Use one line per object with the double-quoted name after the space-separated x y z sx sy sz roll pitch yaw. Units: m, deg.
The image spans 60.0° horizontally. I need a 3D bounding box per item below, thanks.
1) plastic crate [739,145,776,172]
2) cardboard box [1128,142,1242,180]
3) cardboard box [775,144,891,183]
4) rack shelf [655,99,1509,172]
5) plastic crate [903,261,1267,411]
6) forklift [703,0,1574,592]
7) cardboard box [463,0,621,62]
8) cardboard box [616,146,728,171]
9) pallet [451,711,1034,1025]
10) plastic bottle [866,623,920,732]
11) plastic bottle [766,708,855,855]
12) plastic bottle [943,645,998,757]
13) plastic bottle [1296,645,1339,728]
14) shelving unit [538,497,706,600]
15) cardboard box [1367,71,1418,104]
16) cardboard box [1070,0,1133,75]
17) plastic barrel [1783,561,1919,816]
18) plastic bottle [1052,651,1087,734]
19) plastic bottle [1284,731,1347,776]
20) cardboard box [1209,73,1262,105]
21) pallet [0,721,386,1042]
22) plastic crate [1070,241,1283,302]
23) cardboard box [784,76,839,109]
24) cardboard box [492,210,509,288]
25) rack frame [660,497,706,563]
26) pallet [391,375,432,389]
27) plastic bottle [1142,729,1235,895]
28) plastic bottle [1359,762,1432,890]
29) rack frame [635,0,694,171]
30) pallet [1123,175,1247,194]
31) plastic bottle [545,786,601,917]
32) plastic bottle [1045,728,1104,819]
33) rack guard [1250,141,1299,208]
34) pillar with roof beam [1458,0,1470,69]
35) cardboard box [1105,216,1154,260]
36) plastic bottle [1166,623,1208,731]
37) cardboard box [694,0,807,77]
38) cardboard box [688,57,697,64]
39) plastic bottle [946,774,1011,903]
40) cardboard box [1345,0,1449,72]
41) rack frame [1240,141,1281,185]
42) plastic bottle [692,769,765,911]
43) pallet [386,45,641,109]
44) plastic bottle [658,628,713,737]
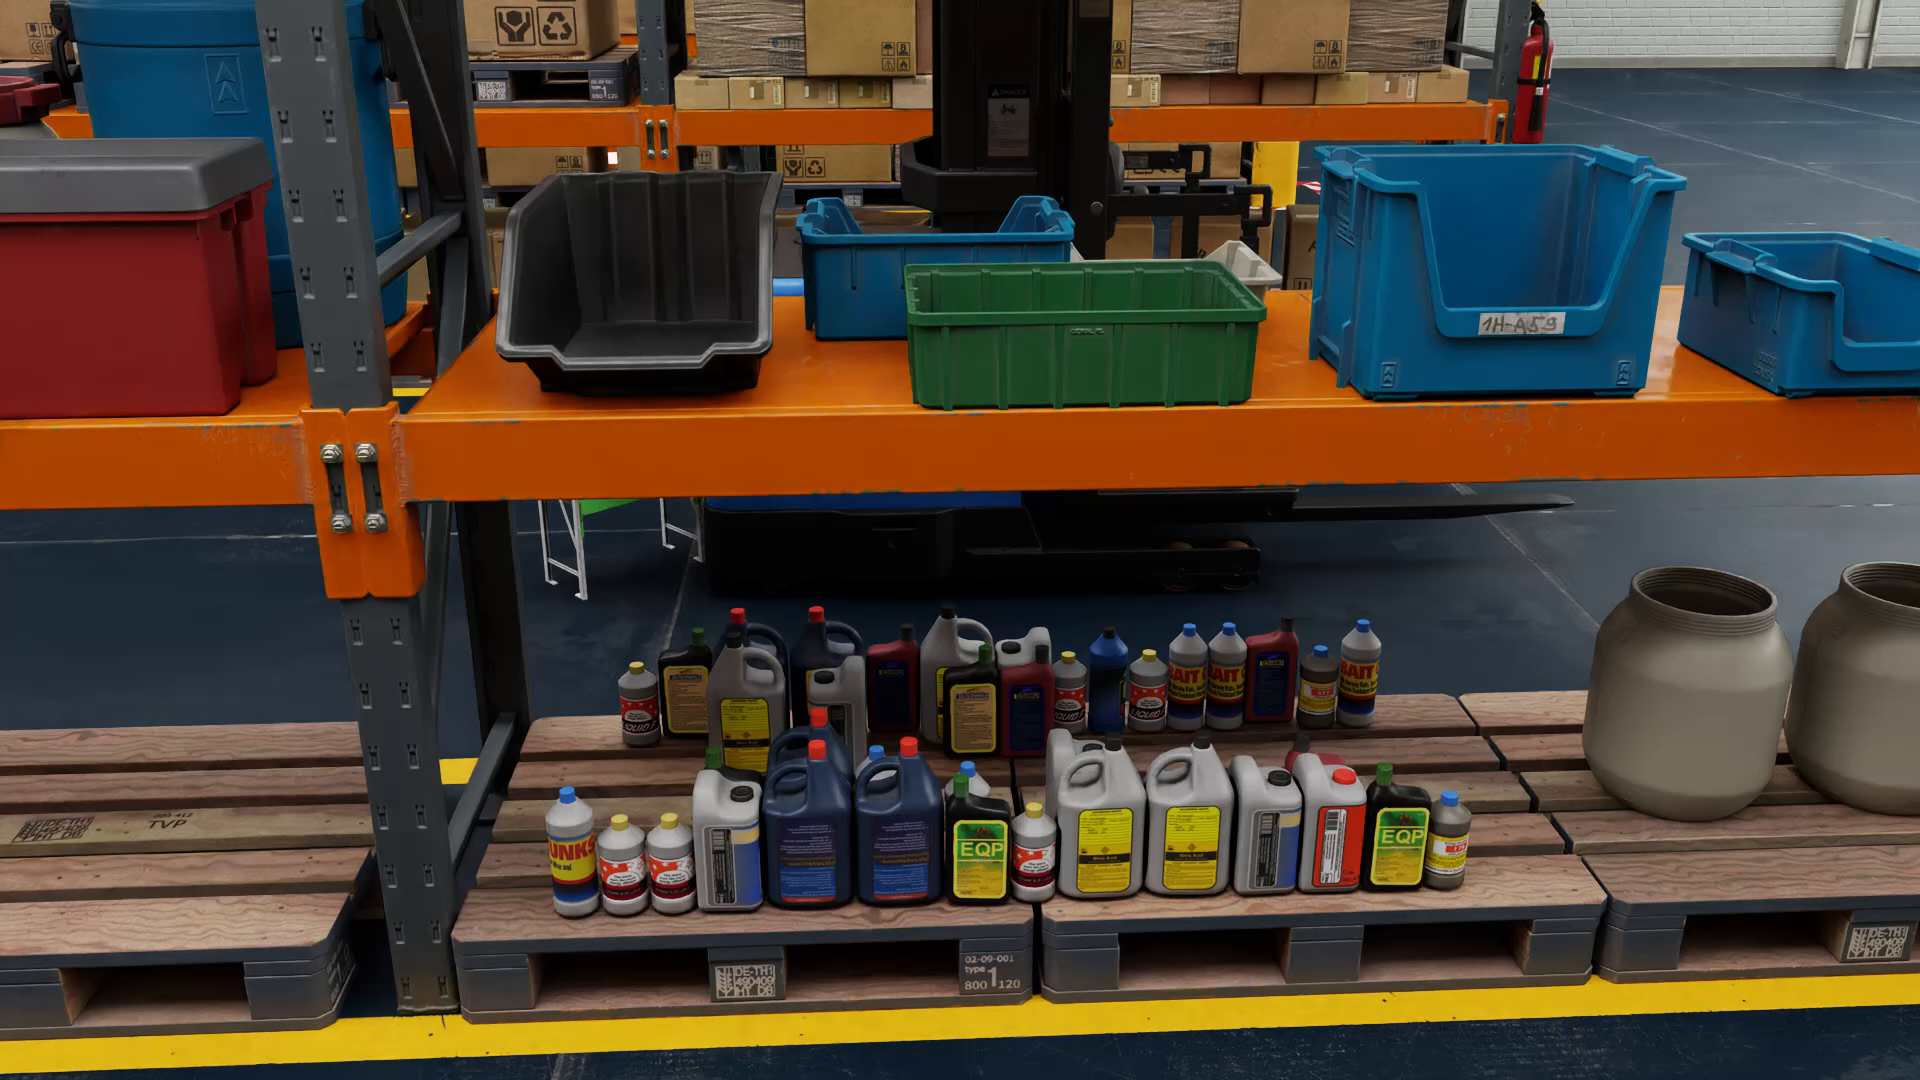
-1.513 -3.286 14.407 0.662 0.188 0.450 10 33 25 "plastic crate"
1.708 -3.352 13.105 0.875 0.875 0.875 -1 21 -3 "cardboard box"
-0.980 -3.296 12.957 0.875 0.875 0.875 -1 21 -2 "cardboard box"
0.567 -2.045 8.287 4.000 0.370 1.077 -1 21 -3 "rack shelf"
0.225 -0.409 3.278 0.662 0.188 0.450 -1 21 -3 "plastic crate"
0.629 -1.382 5.630 3.031 2.935 1.130 -1 21 -3 "forklift"
-2.231 -2.851 7.959 1.000 1.000 1.000 -1 21 -3 "cardboard box"
-2.226 -3.205 12.894 0.750 0.750 1.050 -1 21 -3 "cardboard box"
-0.474 0.723 3.924 1.213 0.211 1.003 -1 21 -3 "pallet"
-0.168 0.345 4.197 0.133 0.283 0.061 0 21 1 "plastic bottle"
-0.325 0.531 3.615 0.185 0.351 0.144 -1 21 -3 "plastic bottle"
0.025 0.393 4.073 0.133 0.283 0.061 -1 21 -3 "plastic bottle"
0.915 0.368 4.253 0.097 0.201 0.097 0 21 0 "plastic bottle"
-1.168 -0.451 5.618 0.503 1.200 0.258 -19 28 -41 "shelving unit"
2.042 -2.220 8.090 0.250 0.149 0.380 -1 21 -3 "cardboard box"
0.519 -2.552 8.051 0.500 0.500 0.875 -1 21 -3 "cardboard box"
2.194 0.345 3.906 0.421 0.512 0.421 0 21 0 "plastic barrel"
0.273 0.381 4.218 0.097 0.201 0.097 0 21 0 "plastic bottle"
0.778 0.552 3.654 0.133 0.283 0.061 -1 21 -3 "plastic bottle"
1.292 -2.207 8.055 0.250 0.149 0.380 -1 21 -3 "cardboard box"
-1.929 0.752 3.849 1.213 0.211 1.003 -1 21 -3 "pallet"
0.460 -0.581 3.801 0.437 0.136 0.530 -1 21 -3 "plastic crate"
-0.699 -2.136 7.868 0.250 0.149 0.380 -1 21 -3 "cardboard box"
-2.044 -1.373 8.406 0.500 0.500 0.700 -3 21 -7 "cardboard box"
-0.994 -0.512 5.778 0.015 1.200 0.240 -19 28 -41 "rack frame"
-2.207 -1.021 8.506 1.213 0.211 1.003 -1 21 -3 "pallet"
0.481 0.566 3.523 0.185 0.351 0.144 0 21 -1 "plastic bottle"
0.923 0.604 3.519 0.133 0.283 0.061 -1 21 -2 "plastic bottle"
-1.430 -2.340 8.052 0.127 3.000 1.000 -1 21 -3 "rack frame"
1.588 -2.838 13.280 1.213 0.211 1.003 -1 21 -3 "pallet"
-0.804 0.638 3.446 0.097 0.271 0.097 0 21 0 "plastic bottle"
0.262 0.553 3.663 0.135 0.276 0.152 -1 21 -3 "plastic bottle"
2.406 -3.018 13.345 0.348 0.500 1.175 -1 21 -3 "rack guard"
7.201 -9.407 18.183 0.400 9.000 9.100 -1 21 -3 "pillar with roof beam"
0.719 -1.413 8.539 0.500 0.500 0.500 1 21 2 "cardboard box"
0.577 0.342 4.222 0.097 0.271 0.097 0 21 0 "plastic bottle"
-0.977 -2.513 7.948 0.500 0.500 0.875 -1 21 -3 "cardboard box"
-3.578 -6.683 22.205 0.625 0.625 0.875 -1 21 -4 "cardboard box"
0.038 0.622 3.472 0.133 0.283 0.061 0 21 -1 "plastic bottle"
2.013 -2.606 8.191 0.500 0.500 0.875 -1 21 -3 "cardboard box"
2.382 -4.186 12.899 0.127 3.000 1.000 -1 21 -3 "rack frame"
-0.482 0.619 3.488 0.135 0.276 0.152 0 21 -1 "plastic bottle"
-2.201 -2.287 8.182 1.213 0.211 1.003 -1 21 -3 "pallet"
-0.685 0.356 4.170 0.133 0.283 0.061 0 21 0 "plastic bottle"
